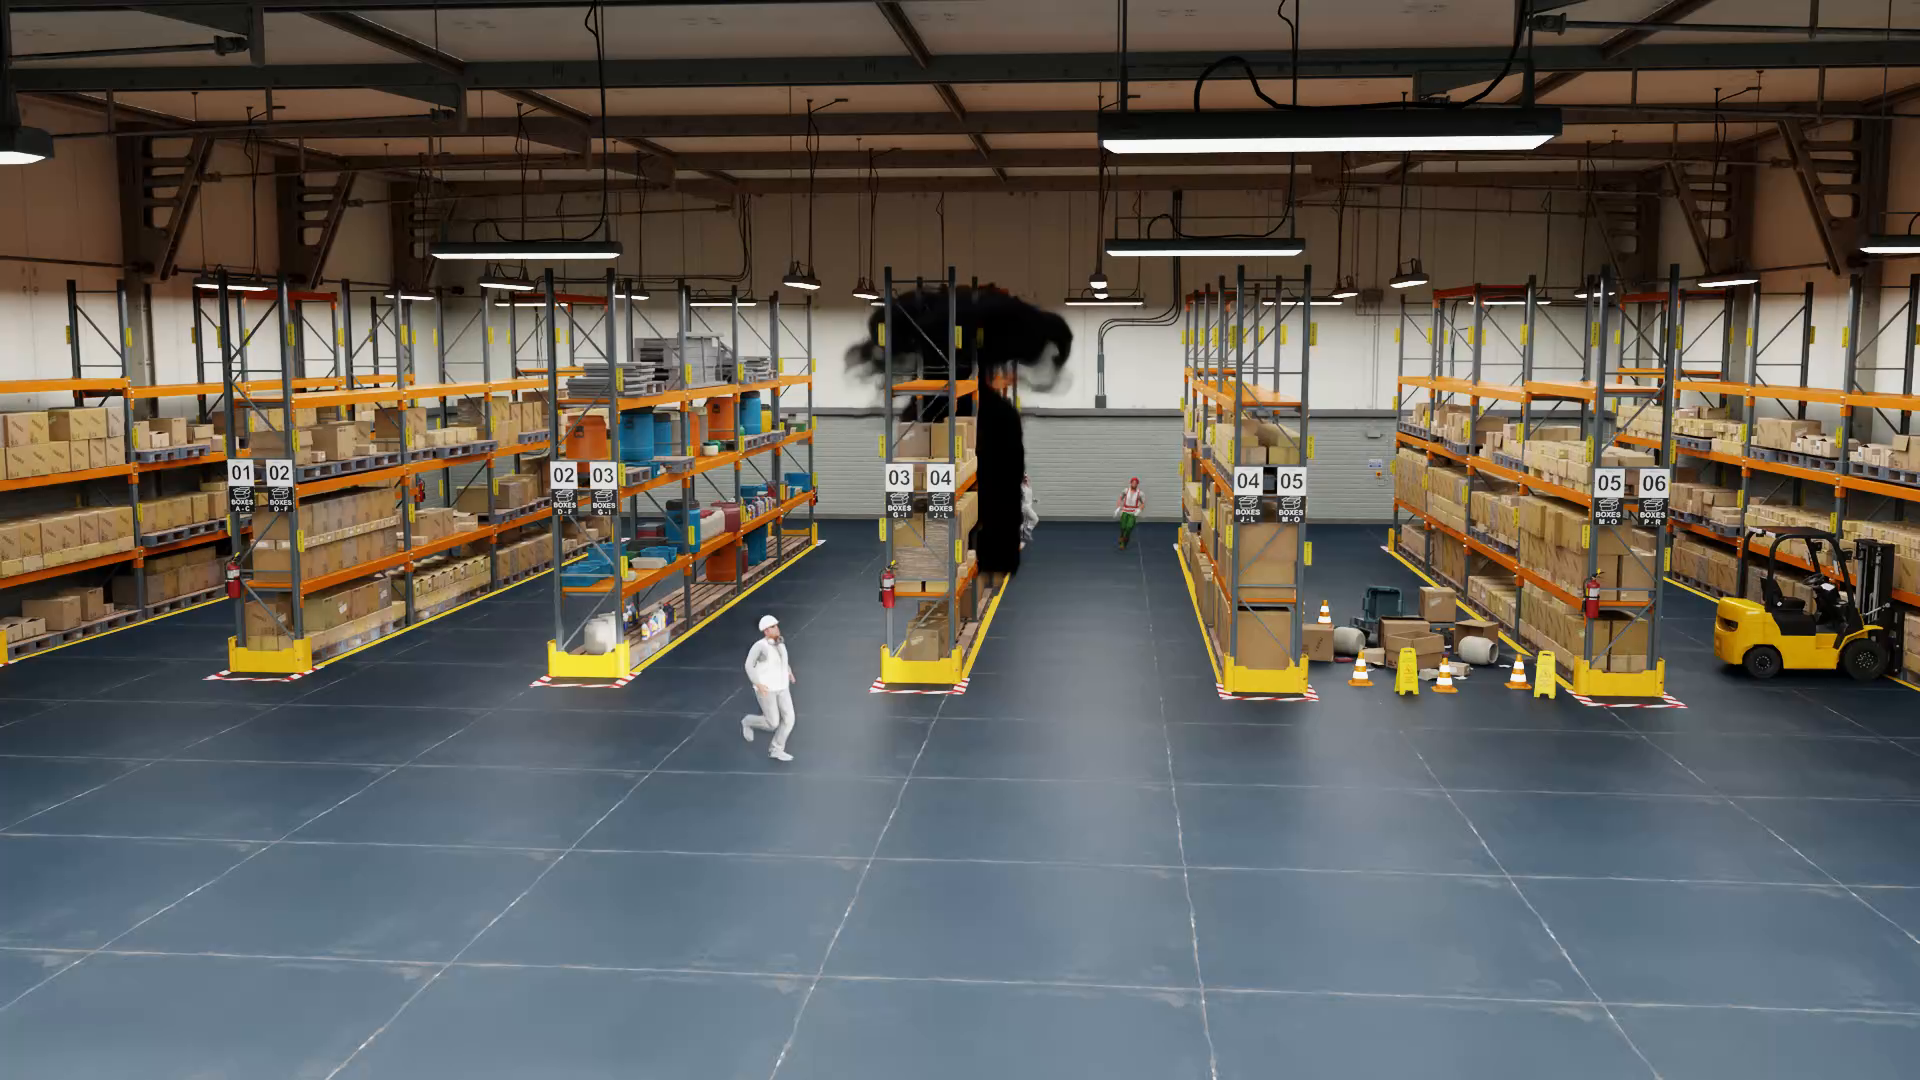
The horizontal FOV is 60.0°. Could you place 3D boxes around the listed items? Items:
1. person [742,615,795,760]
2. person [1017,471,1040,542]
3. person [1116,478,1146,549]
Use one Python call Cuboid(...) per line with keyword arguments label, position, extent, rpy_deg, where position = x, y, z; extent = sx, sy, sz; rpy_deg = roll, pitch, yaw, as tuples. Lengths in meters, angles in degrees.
Cuboid(label="person", position=(-2.282, 1.755, 19.867), extent=(0.643, 1.728, 0.678), rpy_deg=(5, 9, 37))
Cuboid(label="person", position=(1.624, -0.809, 40.738), extent=(0.642, 1.752, 0.693), rpy_deg=(3, 7, 22))
Cuboid(label="person", position=(4.037, -0.625, 39.381), extent=(0.716, 1.712, 0.543), rpy_deg=(1, 7, 12))
